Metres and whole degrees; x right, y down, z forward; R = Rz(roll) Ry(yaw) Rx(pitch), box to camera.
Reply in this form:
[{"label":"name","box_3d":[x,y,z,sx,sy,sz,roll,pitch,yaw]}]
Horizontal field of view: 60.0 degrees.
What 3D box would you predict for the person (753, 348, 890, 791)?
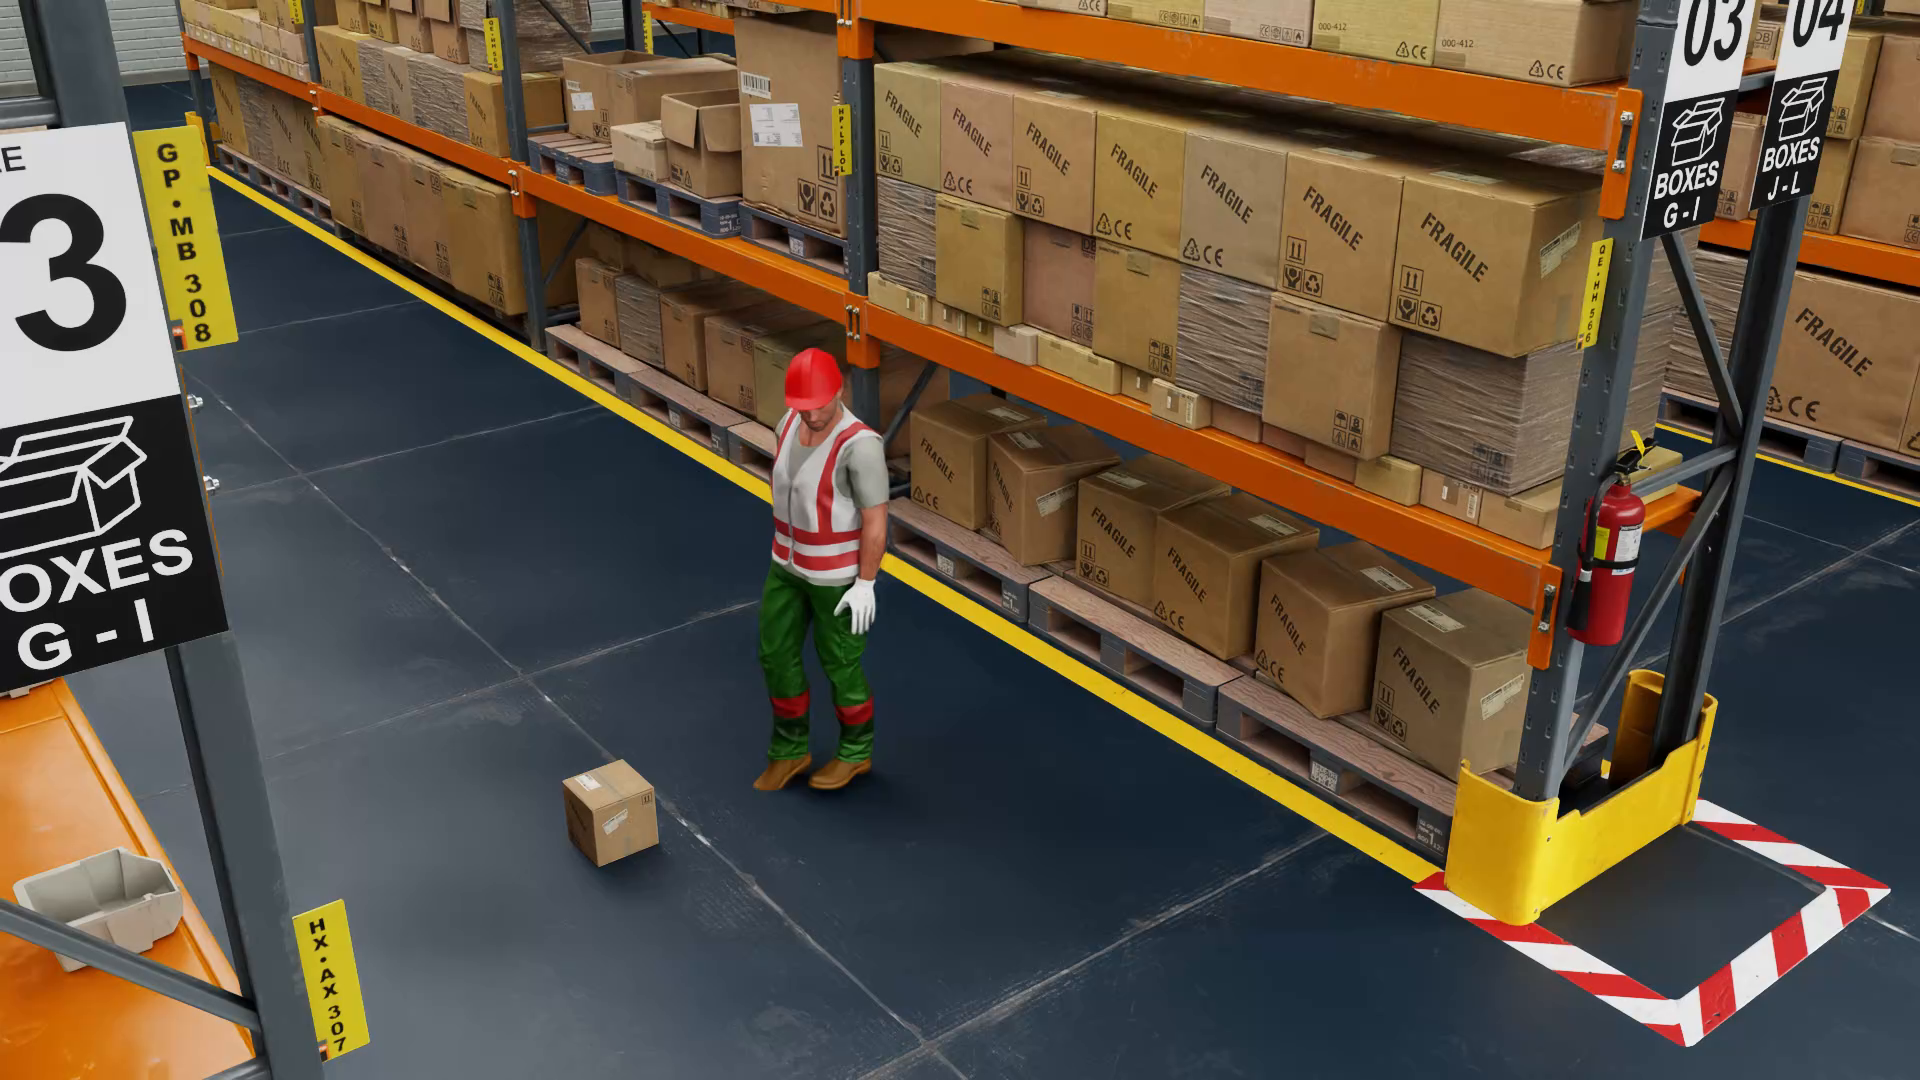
[{"label":"person","box_3d":[-0.556,0.174,6.238,0.592,1.864,0.449,22,32,39]}]
